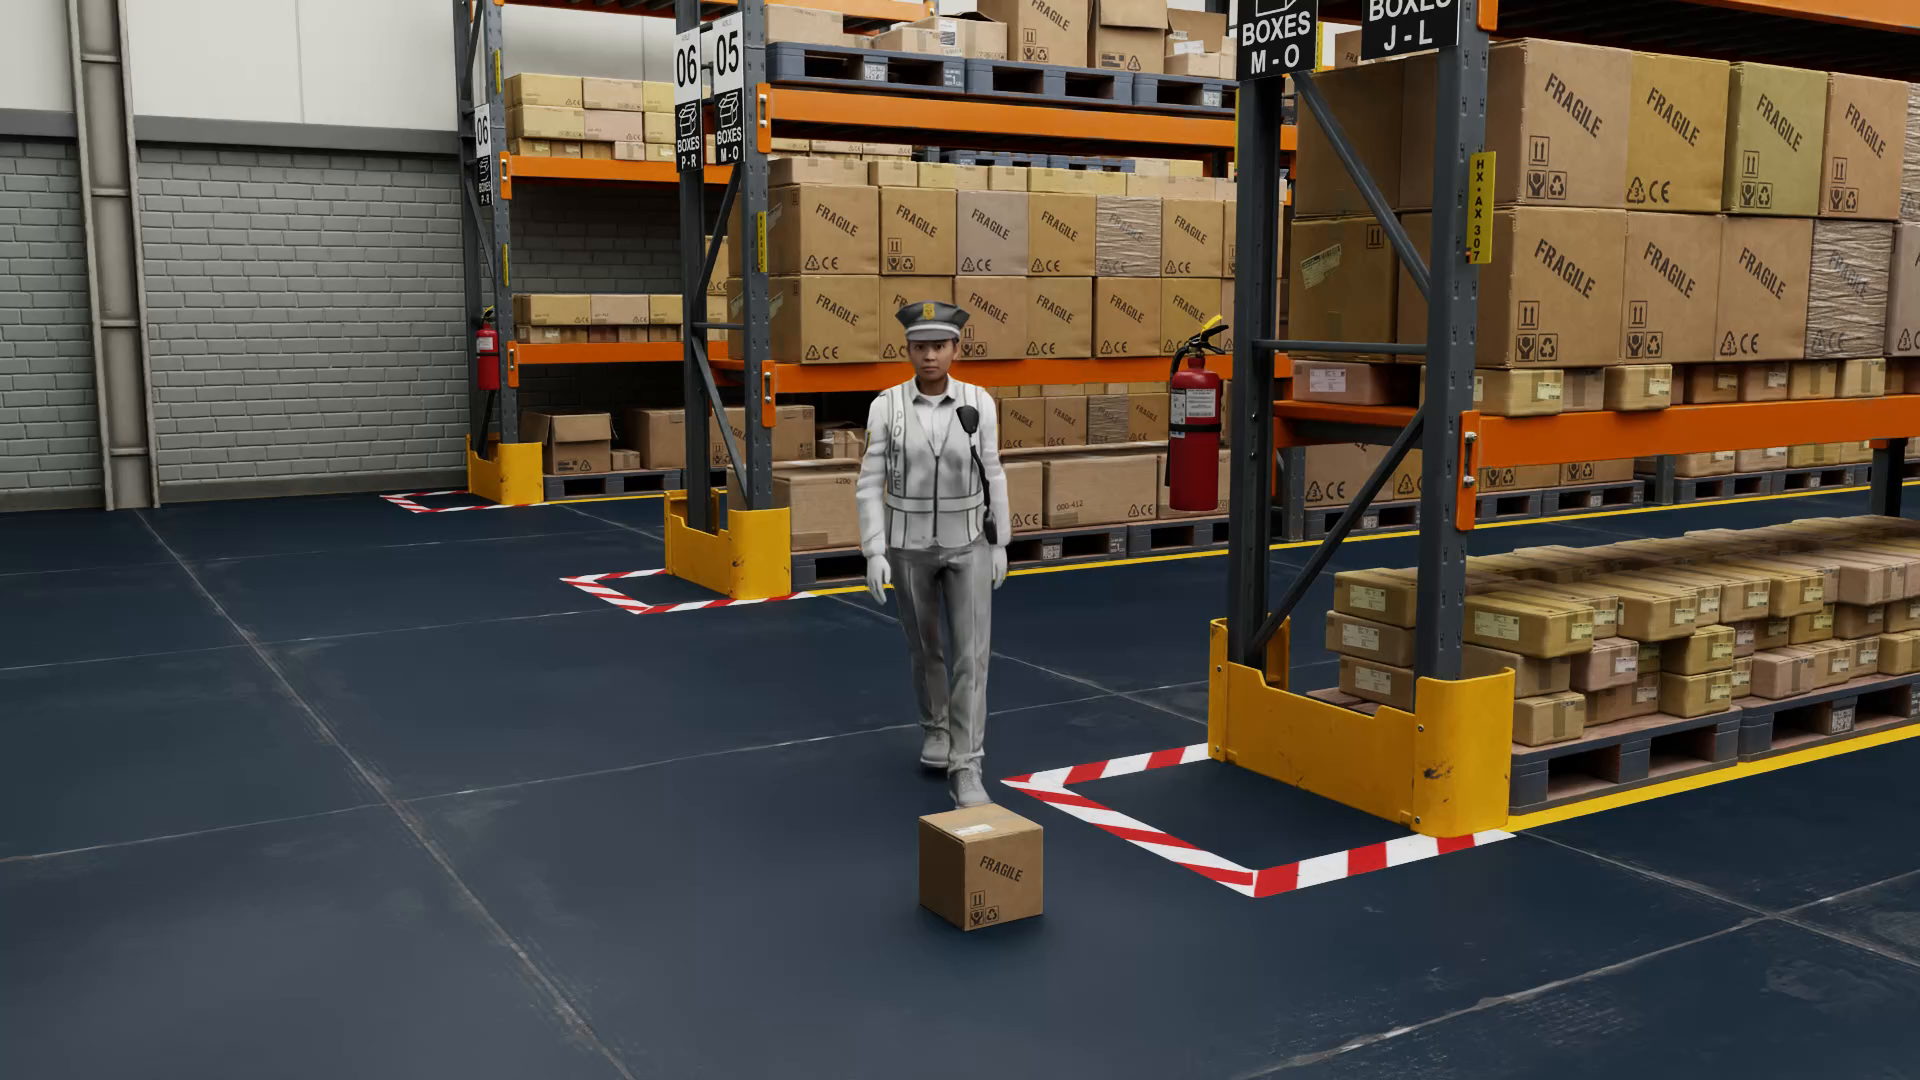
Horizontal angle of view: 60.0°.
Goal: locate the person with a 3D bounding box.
[{"bbox_3d":[-0.090,0.027,5.503,0.513,1.629,0.945,0,8,2],"label":"person"}]
